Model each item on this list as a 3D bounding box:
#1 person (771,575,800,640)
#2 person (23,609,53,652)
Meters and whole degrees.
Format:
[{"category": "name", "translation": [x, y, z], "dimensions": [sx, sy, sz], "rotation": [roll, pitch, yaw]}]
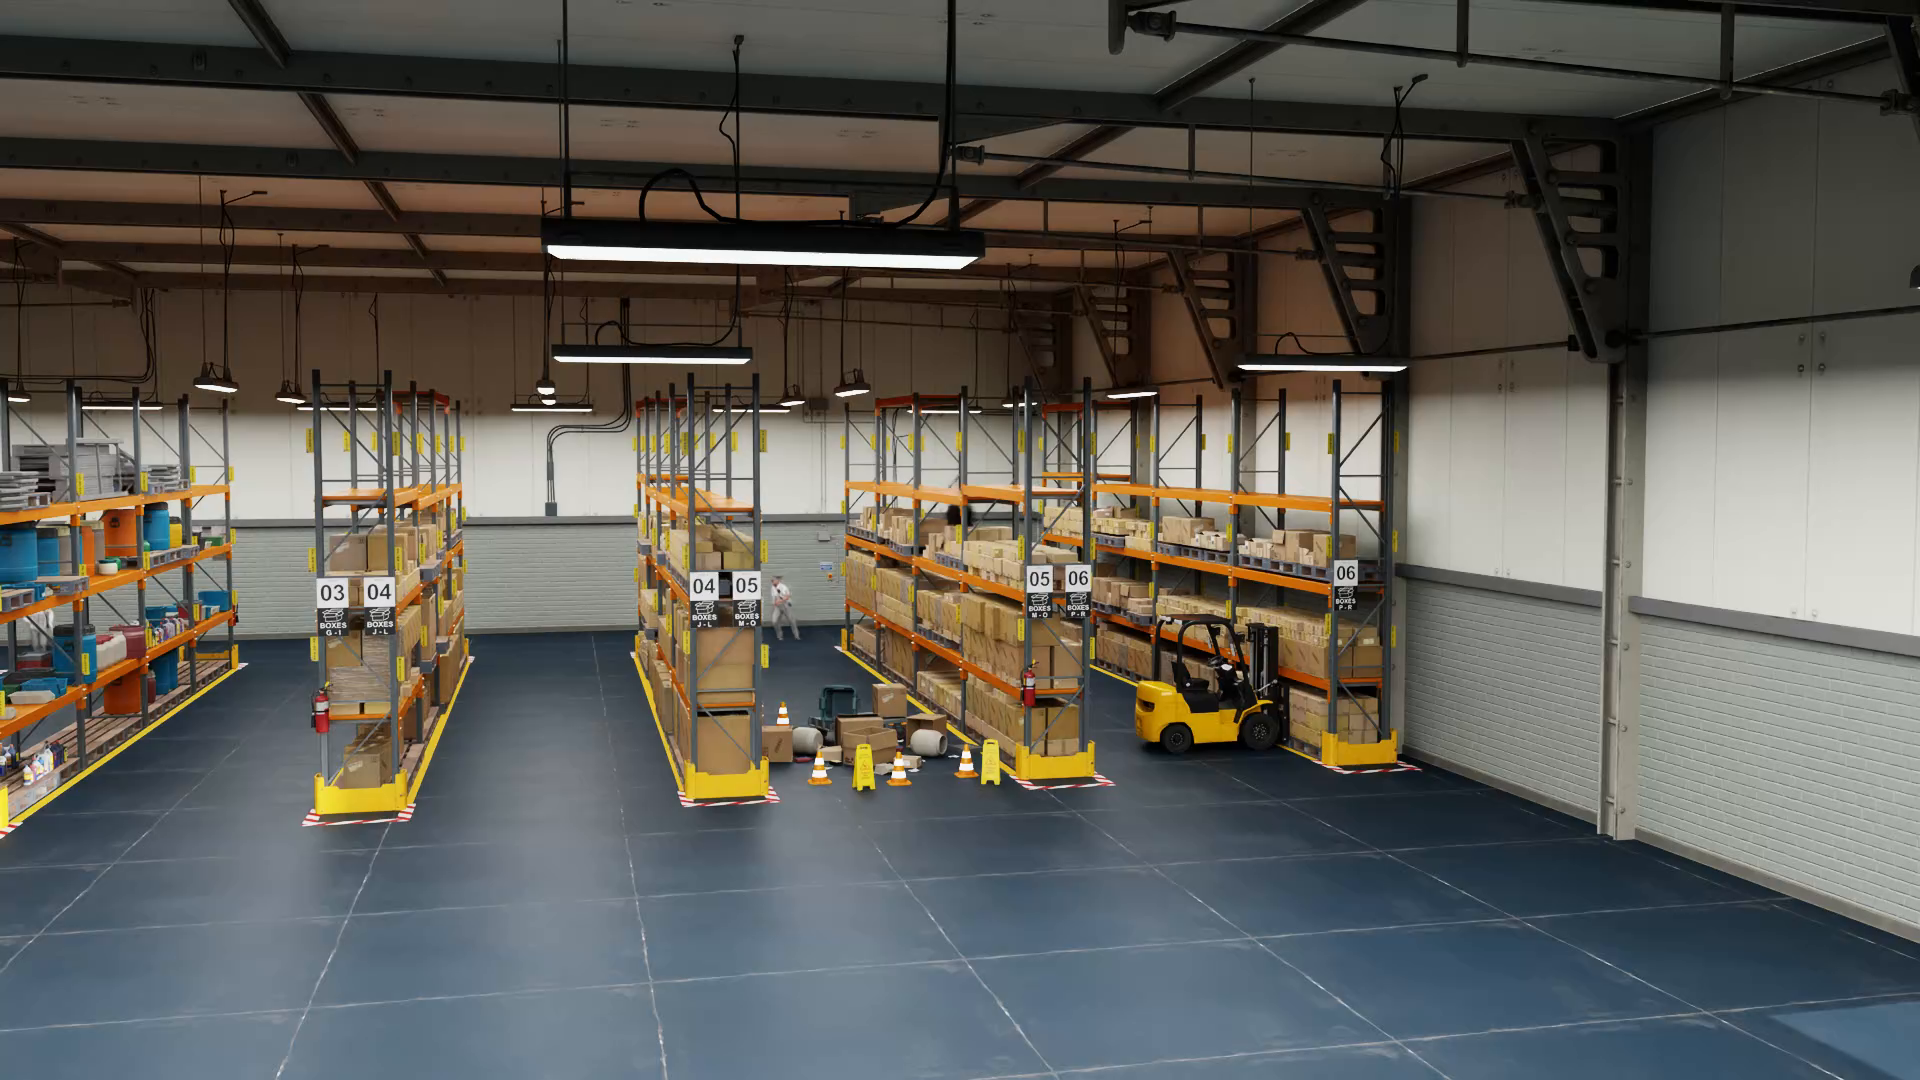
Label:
[{"category": "person", "translation": [-4.535, 1.758, 42.398], "dimensions": [0.651, 1.748, 0.875], "rotation": [1, 4, 24]}, {"category": "person", "translation": [-20.523, 2.024, 37.023], "dimensions": [0.560, 1.741, 0.832], "rotation": [-1, 4, -24]}]
